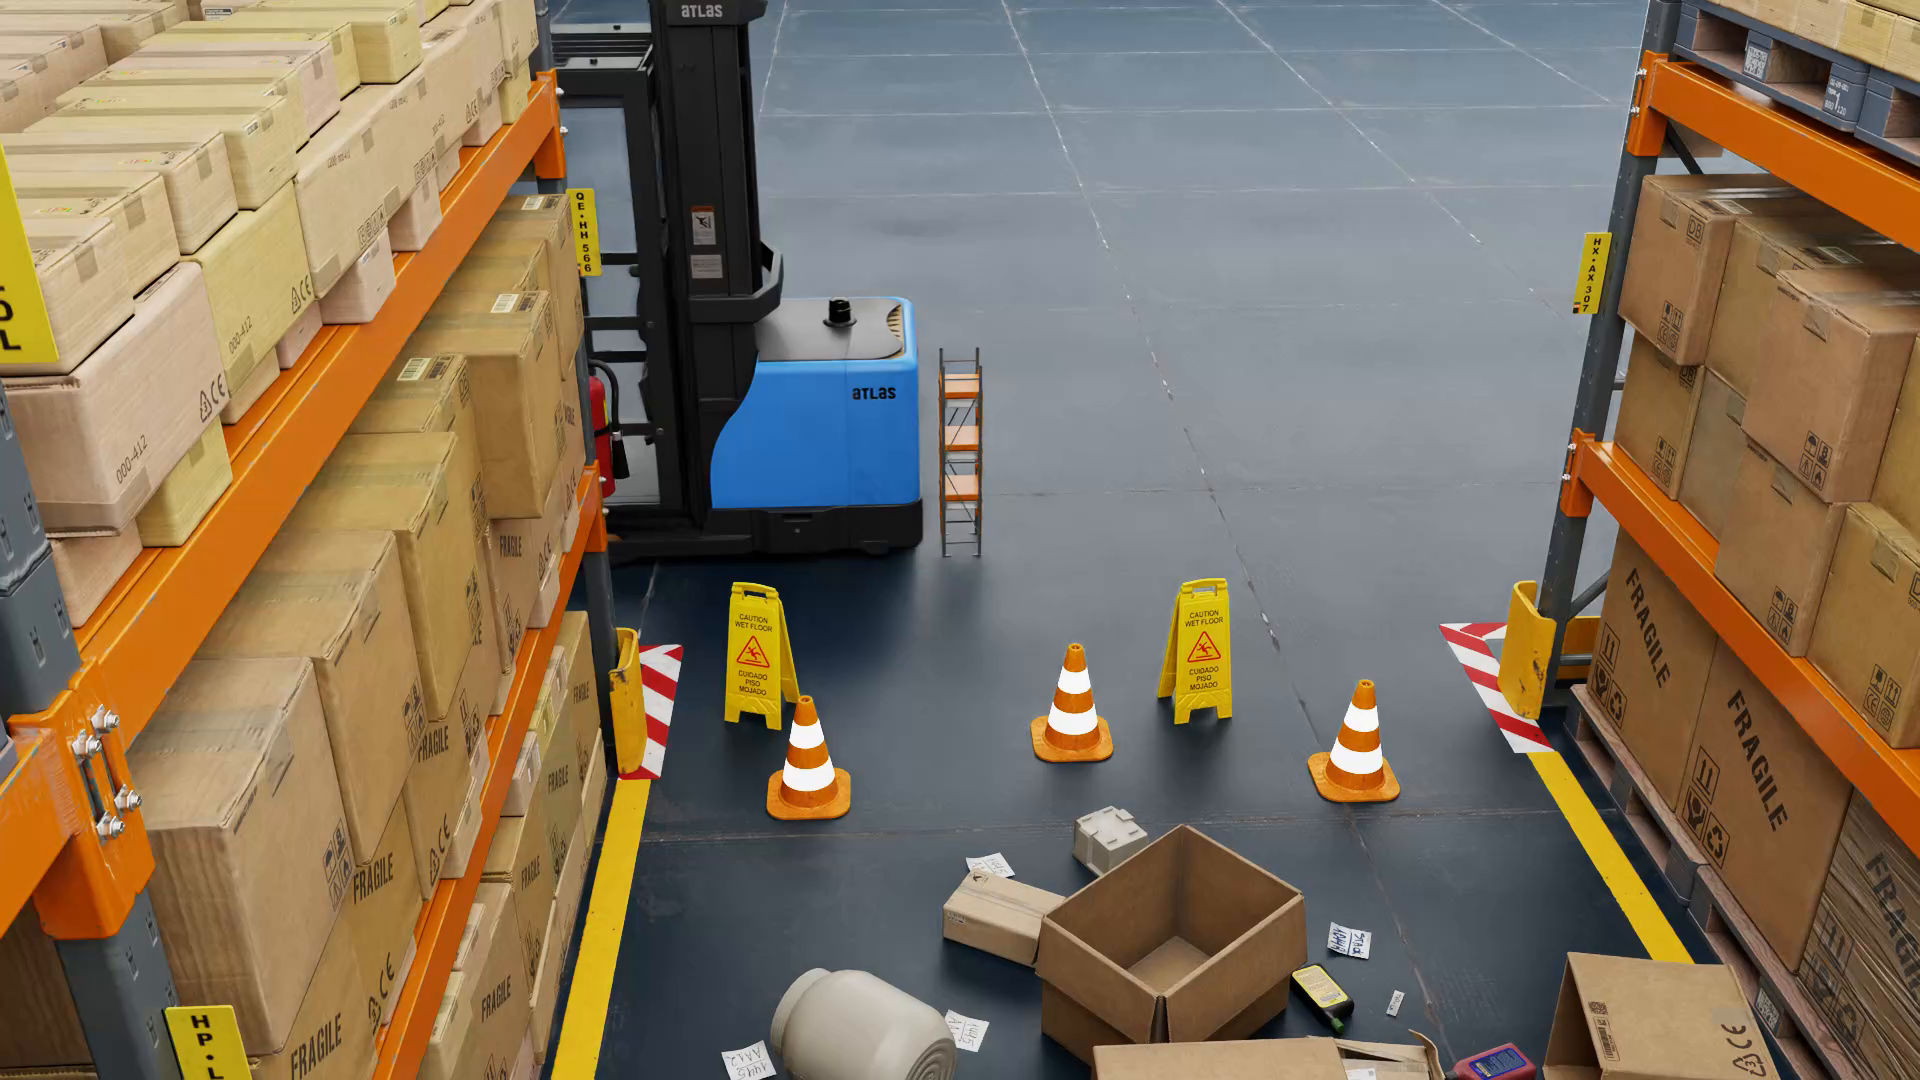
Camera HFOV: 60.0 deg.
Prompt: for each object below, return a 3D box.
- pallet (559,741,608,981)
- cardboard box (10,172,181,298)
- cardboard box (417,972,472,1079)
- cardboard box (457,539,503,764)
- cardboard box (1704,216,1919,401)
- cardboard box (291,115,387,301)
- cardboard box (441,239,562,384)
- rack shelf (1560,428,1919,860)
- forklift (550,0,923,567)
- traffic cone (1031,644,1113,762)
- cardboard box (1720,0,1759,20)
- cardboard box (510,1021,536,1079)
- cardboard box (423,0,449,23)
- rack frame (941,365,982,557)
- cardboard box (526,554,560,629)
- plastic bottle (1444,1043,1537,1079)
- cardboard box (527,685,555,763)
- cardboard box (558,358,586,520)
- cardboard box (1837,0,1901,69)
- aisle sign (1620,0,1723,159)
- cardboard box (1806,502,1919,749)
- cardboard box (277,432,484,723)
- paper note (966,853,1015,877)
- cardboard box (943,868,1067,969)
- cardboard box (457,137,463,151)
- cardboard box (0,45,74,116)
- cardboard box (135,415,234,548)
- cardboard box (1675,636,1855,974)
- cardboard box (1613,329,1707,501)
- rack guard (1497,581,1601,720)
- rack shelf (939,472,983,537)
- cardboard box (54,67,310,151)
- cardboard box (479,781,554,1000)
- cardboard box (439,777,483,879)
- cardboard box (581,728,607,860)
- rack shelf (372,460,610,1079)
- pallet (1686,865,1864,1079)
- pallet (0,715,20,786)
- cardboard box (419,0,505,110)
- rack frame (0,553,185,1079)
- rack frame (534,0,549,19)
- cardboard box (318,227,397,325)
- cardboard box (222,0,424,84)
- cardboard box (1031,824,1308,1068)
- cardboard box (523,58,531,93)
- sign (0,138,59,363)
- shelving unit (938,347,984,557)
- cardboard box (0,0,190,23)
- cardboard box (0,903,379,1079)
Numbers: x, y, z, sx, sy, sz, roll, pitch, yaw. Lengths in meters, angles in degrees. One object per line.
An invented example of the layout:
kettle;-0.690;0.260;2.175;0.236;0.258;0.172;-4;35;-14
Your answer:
pallet;-1.913;1.186;6.248;1.003;0.211;1.213;-1;28;-3
cardboard box;-1.449;-0.459;2.553;0.380;0.149;0.250;-1;28;-1
cardboard box;-1.452;1.223;4.169;0.380;0.149;0.250;0;28;-1
cardboard box;-1.569;0.303;4.496;0.500;0.500;0.500;-1;28;-2
cardboard box;3.115;-0.749;5.613;0.875;0.550;0.550;-1;28;-3
cardboard box;-1.515;-0.689;3.425;0.500;0.250;0.500;-1;28;-2
cardboard box;-1.661;-0.617;5.178;0.700;0.500;0.500;-1;28;-2
rack shelf;3.118;0.615;5.106;1.077;0.370;4.000;-1;28;-3
forklift;-1.728;-1.407;8.279;3.031;2.935;1.130;-1;28;-3
traffic cone;0.477;0.647;7.010;0.336;0.463;0.334;-1;28;-3
cardboard box;2.725;-1.793;5.411;0.380;0.149;0.250;-1;28;-2
cardboard box;-1.546;1.648;4.865;0.500;0.250;0.500;-2;28;-3
cardboard box;-1.643;-1.529;4.604;0.380;0.149;0.250;-1;28;-2
rack frame;0.009;-0.384;8.352;0.200;1.050;0.008;-1;28;-3
cardboard box;-1.532;0.168;5.455;0.380;0.149;0.250;-1;28;-2
plastic bottle;1.707;1.725;5.377;0.283;0.061;0.133;-11;30;-20
cardboard box;-1.526;0.599;5.365;0.380;0.149;0.250;-1;28;-2
cardboard box;-1.621;-0.394;5.832;0.500;0.500;0.500;-2;28;-4
cardboard box;2.764;-1.445;4.742;0.380;0.149;0.250;-1;28;-2
aisle sign;2.710;-1.806;6.158;0.394;0.787;0.004;-1;28;-3
cardboard box;3.101;0.235;4.894;0.875;0.550;0.500;-1;28;-3
cardboard box;-1.526;0.089;3.826;0.700;0.500;0.500;-2;28;-4
paper note;0.113;1.243;6.334;0.148;0.019;0.142;-11;30;-20
cardboard box;0.161;1.358;5.985;0.380;0.149;0.250;13;30;24
cardboard box;-1.654;-1.166;4.770;0.380;0.149;0.250;-1;28;-2
cardboard box;-2.085;-0.925;3.446;0.380;0.149;0.250;-1;28;-2
cardboard box;-1.442;-0.105;2.736;0.380;0.149;0.250;-1;28;-3
cardboard box;3.163;0.846;5.728;0.875;0.875;0.875;-2;28;-3
cardboard box;3.078;-0.524;6.349;0.875;0.550;0.550;-1;28;-3
rack guard;3.012;0.469;7.310;1.175;0.500;0.348;-1;28;-3
rack shelf;0.003;-0.185;8.593;0.215;0.259;0.240;-1;28;-3
cardboard box;-1.504;-0.817;3.238;0.380;0.149;0.250;-2;28;-4
cardboard box;-1.572;1.076;5.151;0.500;0.500;0.500;-2;28;-4
cardboard box;-1.469;0.753;4.335;0.380;0.149;0.250;-1;28;-2
cardboard box;-1.612;0.949;6.206;0.500;0.250;0.500;-2;28;-3
rack shelf;-1.820;0.781;4.787;1.077;0.370;4.000;-1;28;-3
pallet;3.194;1.538;5.573;1.003;0.211;1.213;-1;28;-3
pallet;-1.790;0.426;1.648;1.213;0.211;1.003;-1;28;-3
cardboard box;-1.617;-1.395;4.777;0.500;0.250;0.500;-2;28;-3
rack frame;-1.716;1.385;2.850;1.000;3.000;0.127;-1;28;-3
rack frame;-1.924;-3.122;5.004;1.000;3.000;0.127;-1;28;-3
cardboard box;-1.467;-0.581;3.647;0.380;0.149;0.250;-2;28;-4
cardboard box;-1.498;-1.178;3.930;0.380;0.149;0.250;-1;28;-1
cardboard box;0.695;1.395;5.531;0.797;0.503;0.637;-23;35;-37
cardboard box;-1.627;-1.522;5.453;0.380;0.149;0.250;-1;28;-2
sign;-1.162;-0.363;1.975;0.100;0.325;0.005;-1;28;-3
shelving unit;0.003;-0.441;8.460;0.215;1.050;0.252;-1;28;-3
cardboard box;-2.150;-1.279;4.125;0.380;0.149;0.250;-1;28;-1
cardboard box;-1.460;0.999;3.161;0.500;0.500;0.500;-1;28;-3
